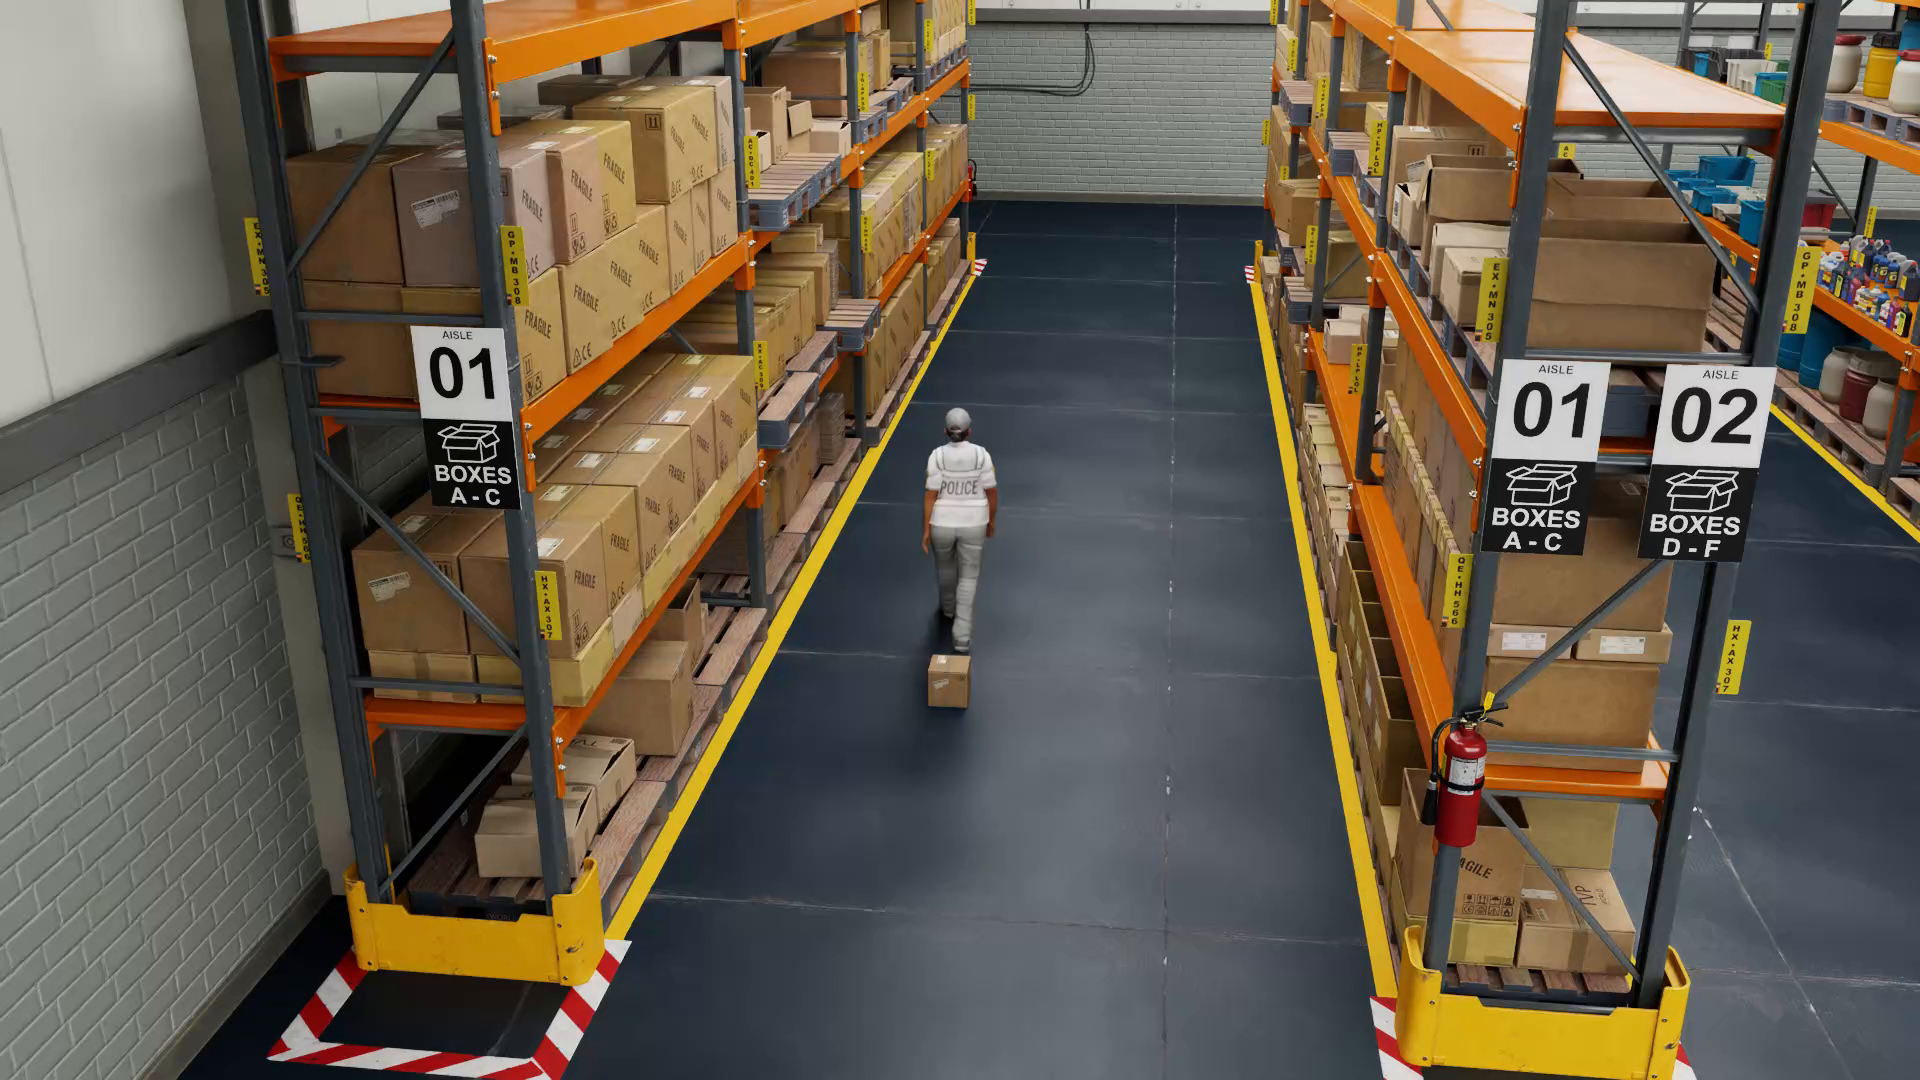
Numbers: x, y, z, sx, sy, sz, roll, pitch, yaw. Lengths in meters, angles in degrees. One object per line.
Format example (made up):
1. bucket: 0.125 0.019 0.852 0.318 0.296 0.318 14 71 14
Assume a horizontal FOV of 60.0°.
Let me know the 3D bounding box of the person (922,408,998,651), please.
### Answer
1. person: 0.002 -0.111 11.388 0.504 1.603 1.030 1 21 4
